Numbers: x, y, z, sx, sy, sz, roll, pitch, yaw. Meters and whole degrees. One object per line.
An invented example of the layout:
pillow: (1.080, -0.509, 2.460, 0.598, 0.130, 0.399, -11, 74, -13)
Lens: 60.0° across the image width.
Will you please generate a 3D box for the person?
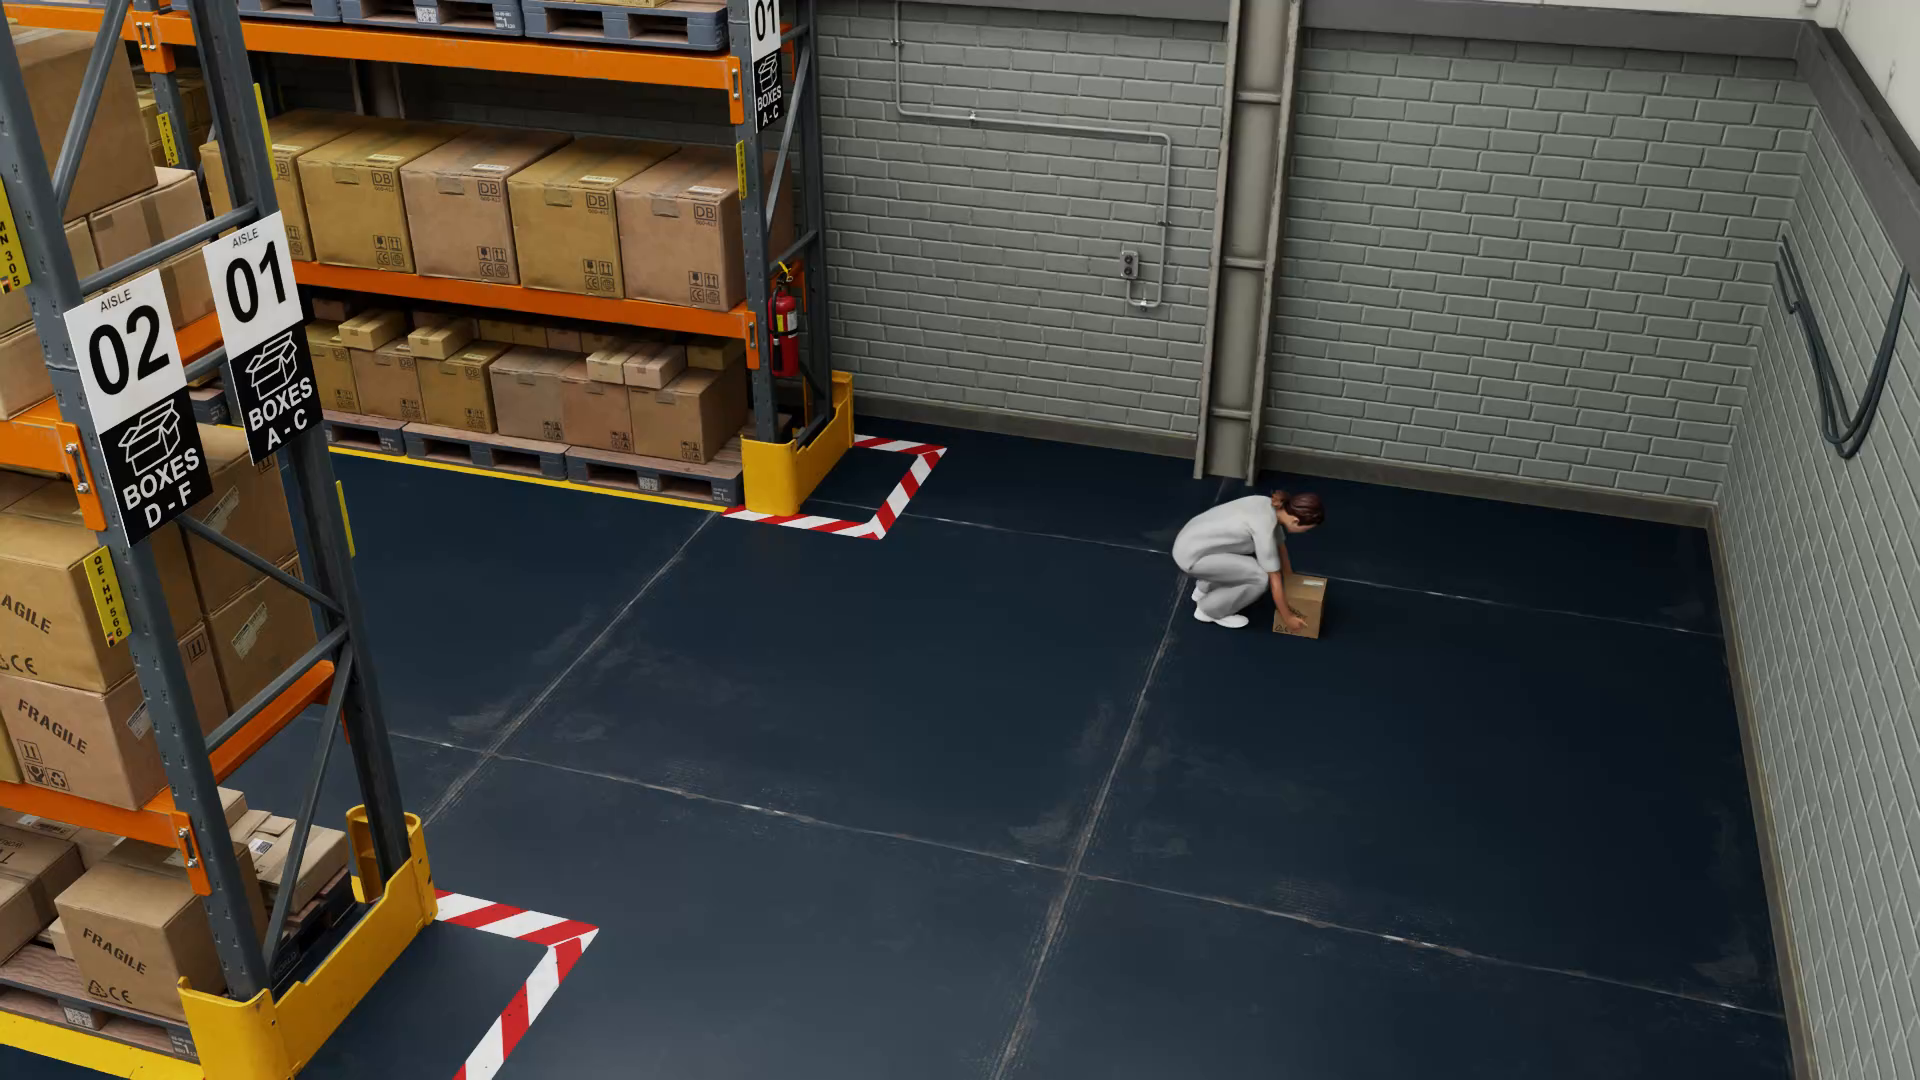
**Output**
person: (1.591, 0.079, 9.267, 0.804, 0.803, 0.468, 9, 30, 15)
